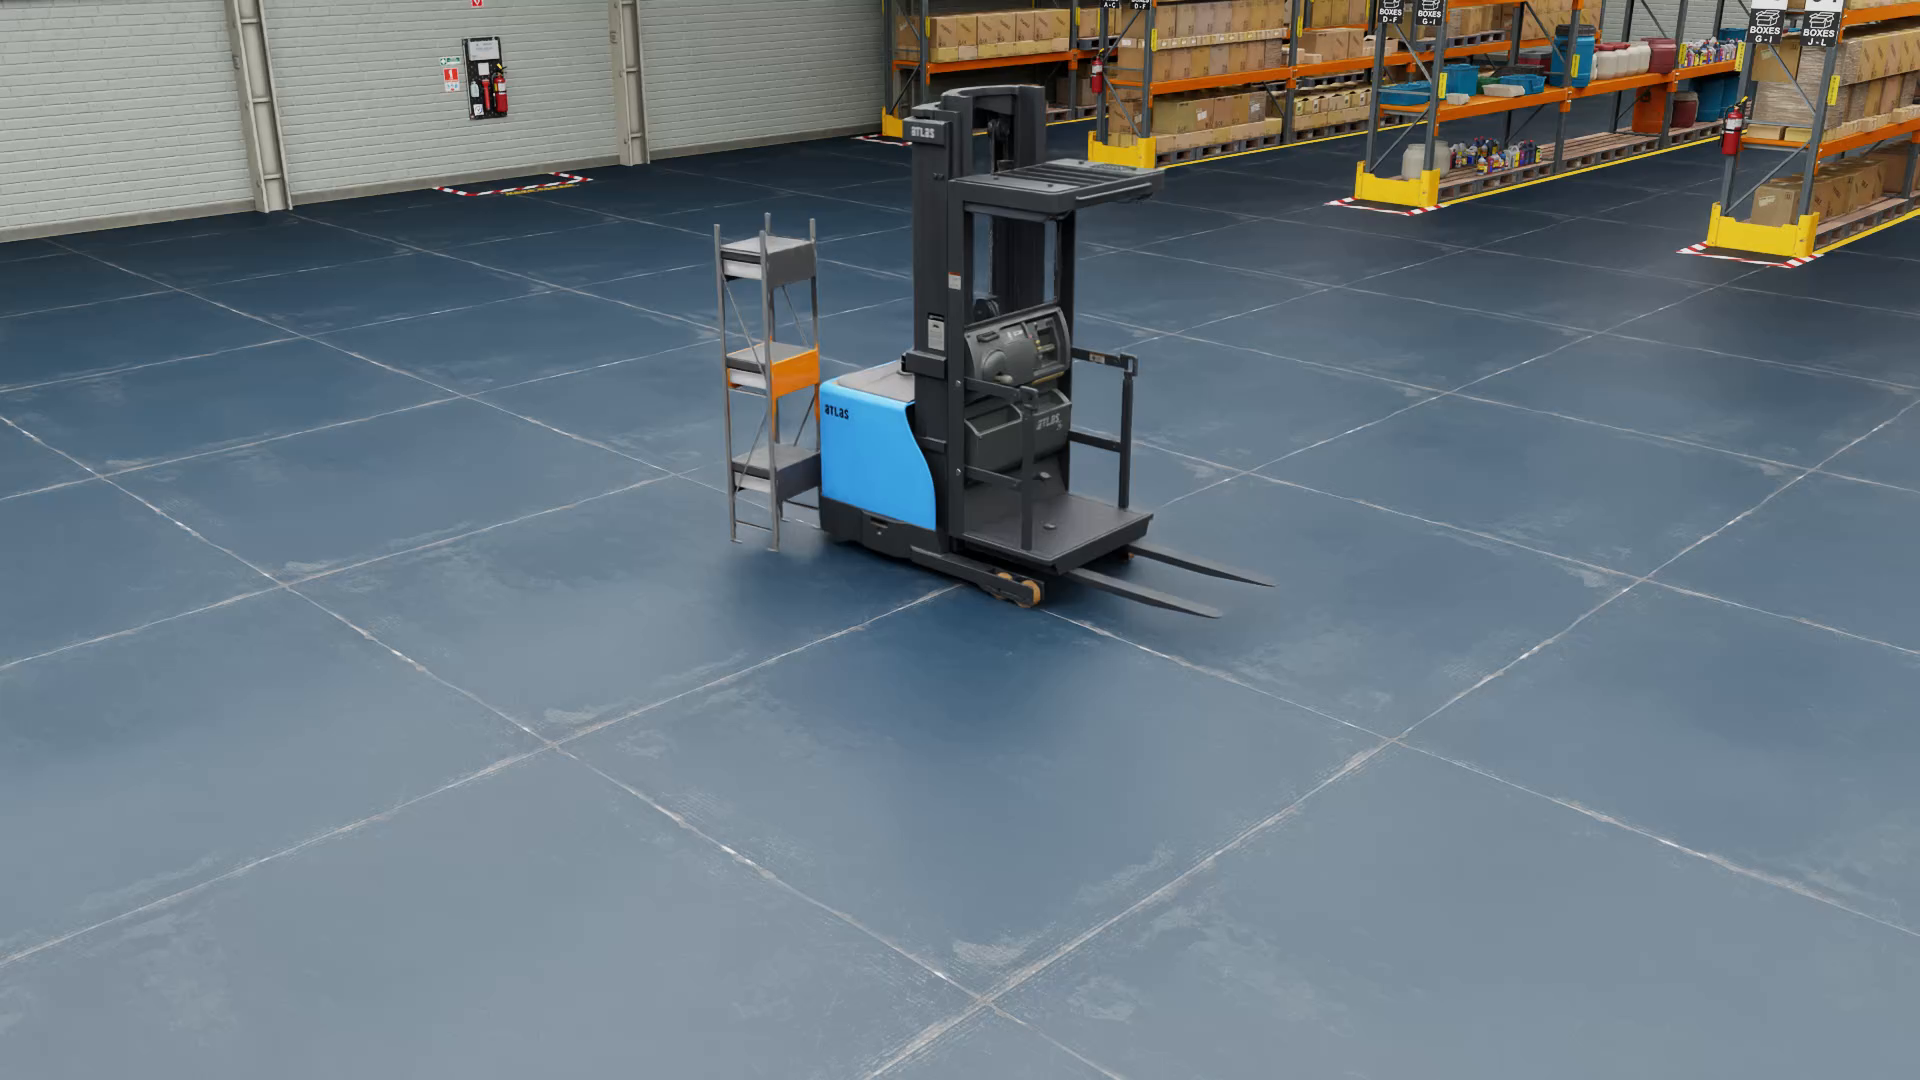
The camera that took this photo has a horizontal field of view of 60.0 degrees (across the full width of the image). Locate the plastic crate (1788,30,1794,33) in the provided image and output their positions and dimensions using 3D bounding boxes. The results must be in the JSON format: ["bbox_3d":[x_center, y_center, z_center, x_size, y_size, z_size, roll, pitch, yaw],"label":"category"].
[{"bbox_3d":[16.438,-10.078,33.264,0.416,0.233,0.300,19,28,41],"label":"plastic crate"}]

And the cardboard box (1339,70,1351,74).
[{"bbox_3d":[8.724,-11.185,38.894,0.500,0.500,0.700,-19,28,-41],"label":"cardboard box"}]

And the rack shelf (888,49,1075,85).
[{"bbox_3d":[0.440,-8.824,30.853,1.077,0.370,4.000,19,28,41],"label":"rack shelf"}]

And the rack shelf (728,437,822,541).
[{"bbox_3d":[-1.219,-0.344,11.031,0.431,0.518,0.480,13,25,31],"label":"rack shelf"}]

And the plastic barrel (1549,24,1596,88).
[{"bbox_3d":[9.420,-7.451,25.581,0.600,0.901,0.708,19,28,41],"label":"plastic barrel"}]

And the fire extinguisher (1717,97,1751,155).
[{"bbox_3d":[9.282,-4.976,19.947,0.296,0.674,0.183,19,28,41],"label":"fire extinguisher"}]

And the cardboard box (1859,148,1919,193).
[{"bbox_3d":[12.926,-5.145,23.151,0.700,0.500,0.500,17,27,37],"label":"cardboard box"}]

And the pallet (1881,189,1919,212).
[{"bbox_3d":[13.025,-4.853,23.407,1.003,0.211,1.213,19,28,41],"label":"pallet"}]

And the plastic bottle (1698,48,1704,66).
[{"bbox_3d":[12.868,-8.399,28.909,0.061,0.283,0.133,19,28,41],"label":"plastic bottle"}]

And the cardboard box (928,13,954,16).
[{"bbox_3d":[-0.420,-9.236,30.059,0.500,0.500,0.500,-20,29,-41],"label":"cardboard box"}]

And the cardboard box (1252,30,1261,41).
[{"bbox_3d":[4.814,-8.462,27.865,0.380,0.149,0.250,19,28,41],"label":"cardboard box"}]

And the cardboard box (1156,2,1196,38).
[{"bbox_3d":[3.332,-8.326,26.607,0.700,0.500,0.500,18,28,39],"label":"cardboard box"}]

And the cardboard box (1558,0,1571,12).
[{"bbox_3d":[12.577,-11.453,35.158,0.500,0.500,0.500,-19,28,-40],"label":"cardboard box"}]

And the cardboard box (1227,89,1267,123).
[{"bbox_3d":[4.863,-7.398,28.342,0.500,0.500,0.500,19,28,41],"label":"cardboard box"}]

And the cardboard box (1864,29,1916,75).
[{"bbox_3d":[11.668,-6.165,20.985,0.500,0.500,0.500,19,28,41],"label":"cardboard box"}]

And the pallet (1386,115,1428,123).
[{"bbox_3d":[8.726,-8.344,32.488,1.003,0.211,1.213,19,28,41],"label":"pallet"}]

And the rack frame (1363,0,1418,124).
[{"bbox_3d":[8.178,-9.463,31.513,1.000,3.000,0.127,19,28,41],"label":"rack frame"}]

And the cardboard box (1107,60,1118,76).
[{"bbox_3d":[3.002,-9.504,33.447,0.500,0.250,0.500,18,28,39],"label":"cardboard box"}]

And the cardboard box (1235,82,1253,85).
[{"bbox_3d":[5.849,-10.274,36.035,0.750,0.750,0.750,19,28,40],"label":"cardboard box"}]

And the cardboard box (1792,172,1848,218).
[{"bbox_3d":[10.982,-4.430,21.318,0.500,0.500,0.500,-17,27,-37],"label":"cardboard box"}]

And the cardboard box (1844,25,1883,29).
[{"bbox_3d":[11.639,-6.426,21.664,0.500,0.500,0.500,19,28,41],"label":"cardboard box"}]

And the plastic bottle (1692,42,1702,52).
[{"bbox_3d":[13.382,-8.893,30.203,0.152,0.276,0.135,19,28,41],"label":"plastic bottle"}]

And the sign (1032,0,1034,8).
[{"bbox_3d":[1.435,-10.352,32.213,0.100,0.325,0.005,19,28,41],"label":"sign"}]

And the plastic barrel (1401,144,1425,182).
[{"bbox_3d":[6.548,-5.389,23.796,0.421,0.512,0.421,0,21,0],"label":"plastic barrel"}]

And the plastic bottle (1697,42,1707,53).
[{"bbox_3d":[13.137,-8.630,29.414,0.144,0.351,0.185,19,28,41],"label":"plastic bottle"}]

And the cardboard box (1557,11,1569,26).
[{"bbox_3d":[12.578,-10.992,35.353,0.500,0.500,0.500,19,28,40],"label":"cardboard box"}]

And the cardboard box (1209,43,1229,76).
[{"bbox_3d":[4.010,-7.969,27.486,0.500,0.500,0.700,-19,28,-40],"label":"cardboard box"}]

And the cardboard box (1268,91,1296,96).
[{"bbox_3d":[5.823,-7.920,29.965,0.500,0.311,0.500,-19,28,-41],"label":"cardboard box"}]

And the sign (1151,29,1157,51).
[{"bbox_3d":[2.990,-7.707,25.628,0.100,0.325,0.005,19,28,41],"label":"sign"}]

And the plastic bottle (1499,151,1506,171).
[{"bbox_3d":[8.082,-5.652,24.787,0.097,0.271,0.097,0,21,0],"label":"plastic bottle"}]

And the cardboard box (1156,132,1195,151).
[{"bbox_3d":[3.477,-6.531,27.132,0.500,0.250,0.500,19,28,41],"label":"cardboard box"}]

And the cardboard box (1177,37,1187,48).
[{"bbox_3d":[3.382,-7.935,26.495,0.380,0.149,0.250,19,28,41],"label":"cardboard box"}]

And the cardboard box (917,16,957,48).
[{"bbox_3d":[-0.406,-8.982,29.399,0.500,0.500,0.500,19,28,41],"label":"cardboard box"}]

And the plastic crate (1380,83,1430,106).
[{"bbox_3d":[6.278,-6.300,23.491,0.499,0.251,0.616,19,28,41],"label":"plastic crate"}]

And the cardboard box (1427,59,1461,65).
[{"bbox_3d":[9.759,-9.559,33.590,0.500,0.250,0.500,19,28,41],"label":"cardboard box"}]

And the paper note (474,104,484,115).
[{"bbox_3d":[-7.196,-6.434,24.862,0.016,0.148,0.142,19,28,41],"label":"paper note"}]

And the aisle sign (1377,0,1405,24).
[{"bbox_3d":[5.880,-7.435,22.614,0.394,0.787,0.004,19,28,41],"label":"aisle sign"}]

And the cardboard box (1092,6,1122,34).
[{"bbox_3d":[3.047,-10.367,33.112,0.500,0.500,0.700,-16,26,-35],"label":"cardboard box"}]

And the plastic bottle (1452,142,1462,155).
[{"bbox_3d":[7.515,-5.854,25.202,0.185,0.351,0.144,-19,28,-40],"label":"plastic bottle"}]

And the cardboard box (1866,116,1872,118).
[{"bbox_3d":[11.257,-5.281,20.984,0.380,0.149,0.250,19,28,41],"label":"cardboard box"}]

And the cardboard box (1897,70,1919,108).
[{"bbox_3d":[12.124,-6.040,22.053,0.875,0.500,0.500,19,28,41],"label":"cardboard box"}]

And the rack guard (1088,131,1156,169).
[{"bbox_3d":[2.580,-6.233,26.595,1.175,0.500,0.348,19,28,41],"label":"rack guard"}]

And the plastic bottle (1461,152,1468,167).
[{"bbox_3d":[7.632,-5.765,25.179,0.097,0.201,0.097,0,21,0],"label":"plastic bottle"}]

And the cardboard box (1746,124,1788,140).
[{"bbox_3d":[9.743,-4.934,20.080,0.380,0.149,0.250,19,28,41],"label":"cardboard box"}]

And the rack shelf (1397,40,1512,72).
[{"bbox_3d":[9.573,-9.641,32.980,1.077,0.370,4.000,19,28,41],"label":"rack shelf"}]

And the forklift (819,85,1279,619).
[{"bbox_3d":[0.518,-1.169,10.032,3.031,2.935,1.130,17,27,38],"label":"forklift"}]

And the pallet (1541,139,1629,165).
[{"bbox_3d":[10.305,-6.419,27.481,1.003,0.211,1.213,19,28,41],"label":"pallet"}]

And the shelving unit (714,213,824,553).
[{"bbox_3d":[-1.219,-1.010,10.775,0.431,2.100,0.503,13,25,31],"label":"shelving unit"}]

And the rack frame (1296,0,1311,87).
[{"bbox_3d":[7.416,-11.730,37.412,1.000,3.000,0.127,19,28,41],"label":"rack frame"}]

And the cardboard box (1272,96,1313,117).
[{"bbox_3d":[5.854,-7.653,29.270,0.500,0.311,0.500,19,28,41],"label":"cardboard box"}]

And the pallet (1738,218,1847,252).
[{"bbox_3d":[10.337,-3.844,20.781,1.003,0.211,1.213,19,28,41],"label":"pallet"}]

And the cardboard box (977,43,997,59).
[{"bbox_3d":[0.325,-8.897,30.223,0.500,0.250,0.500,19,28,40],"label":"cardboard box"}]

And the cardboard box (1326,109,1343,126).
[{"bbox_3d":[6.563,-7.654,30.054,0.500,0.250,0.500,18,28,39],"label":"cardboard box"}]

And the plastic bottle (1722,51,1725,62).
[{"bbox_3d":[13.548,-8.621,29.600,0.097,0.201,0.097,0,21,0],"label":"plastic bottle"}]

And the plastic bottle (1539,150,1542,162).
[{"bbox_3d":[8.904,-5.922,25.588,0.097,0.201,0.097,0,21,0],"label":"plastic bottle"}]

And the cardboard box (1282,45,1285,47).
[{"bbox_3d":[5.869,-8.644,29.570,0.396,0.266,0.258,18,28,39],"label":"cardboard box"}]

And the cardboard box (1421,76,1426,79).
[{"bbox_3d":[9.023,-8.934,33.007,0.500,0.500,0.500,18,27,39],"label":"cardboard box"}]
